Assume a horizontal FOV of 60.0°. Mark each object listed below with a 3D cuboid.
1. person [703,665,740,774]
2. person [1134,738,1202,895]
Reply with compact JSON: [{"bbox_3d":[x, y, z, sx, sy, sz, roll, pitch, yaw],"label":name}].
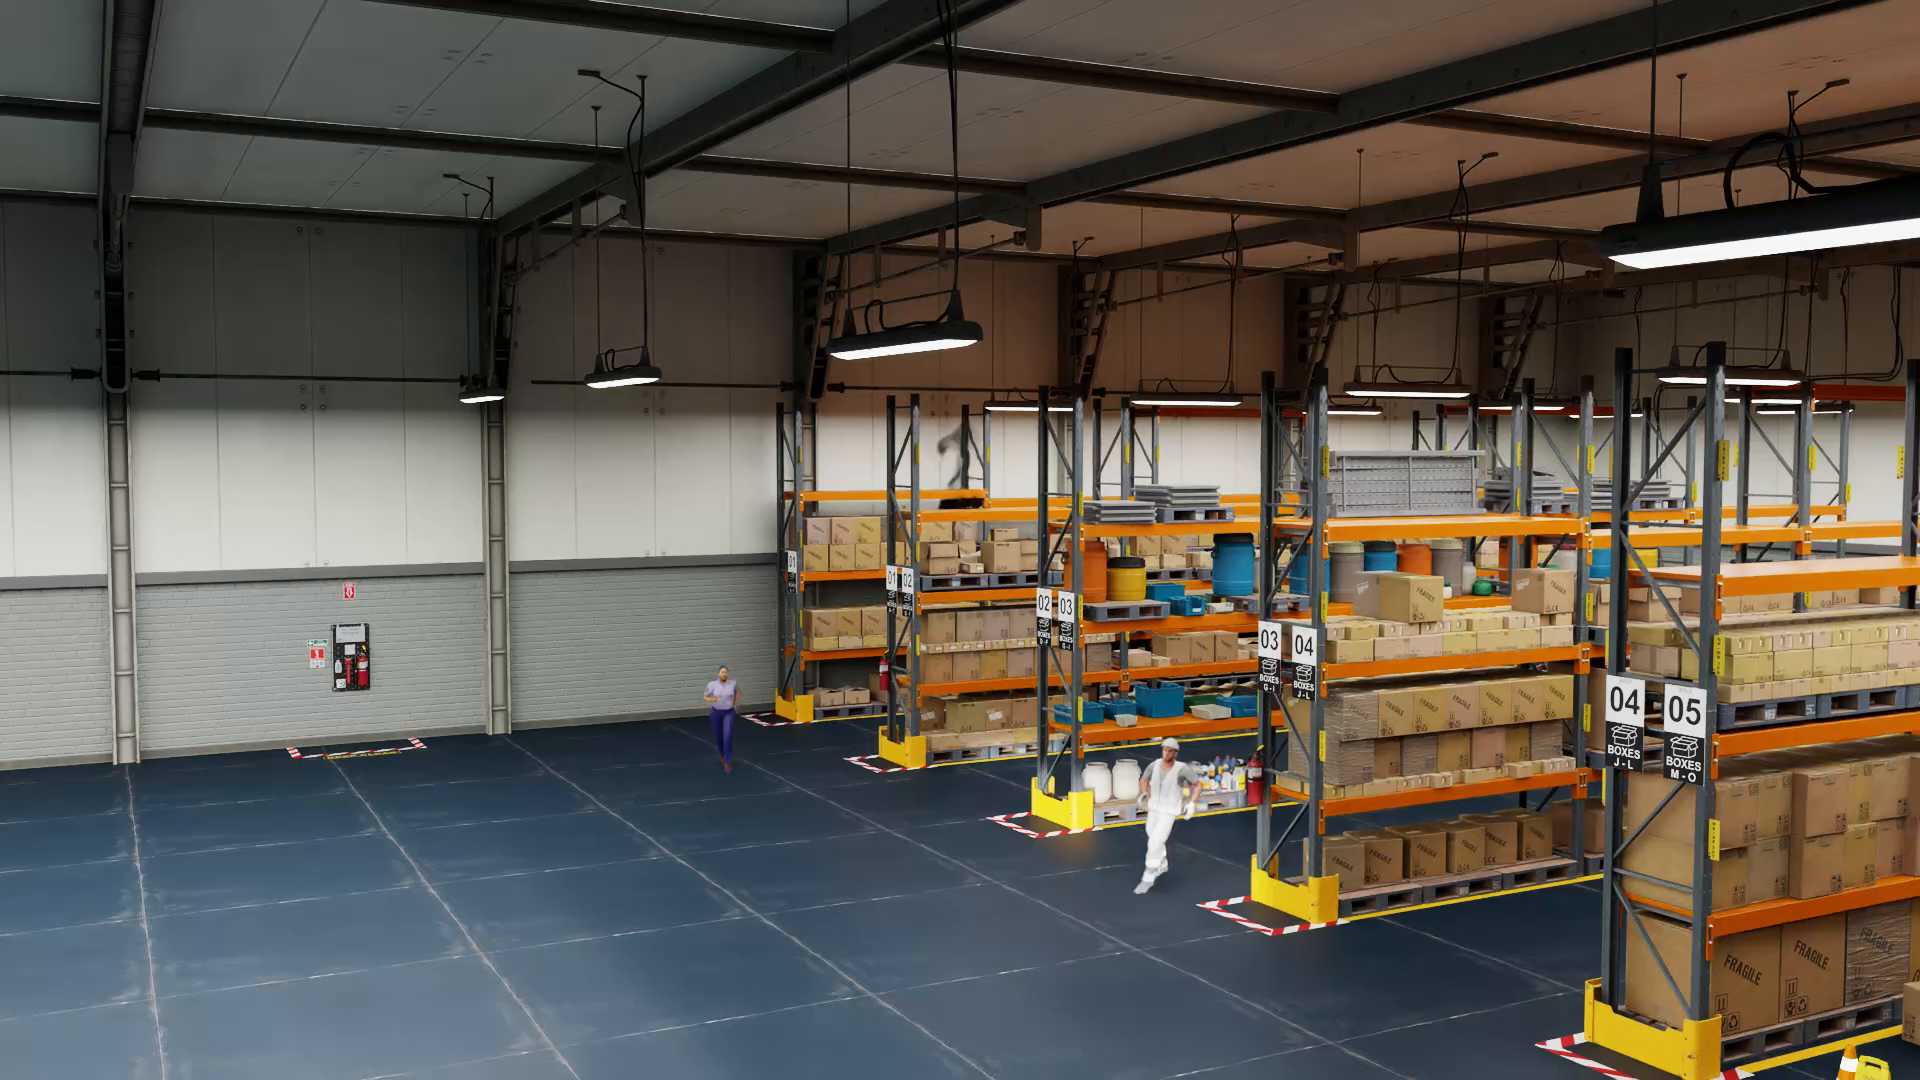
[{"bbox_3d":[-3.812,2.889,26.613,0.581,1.610,0.826,0,3,-5],"label":"person"},{"bbox_3d":[2.377,3.188,19.334,0.725,1.805,0.803,3,4,42],"label":"person"}]
